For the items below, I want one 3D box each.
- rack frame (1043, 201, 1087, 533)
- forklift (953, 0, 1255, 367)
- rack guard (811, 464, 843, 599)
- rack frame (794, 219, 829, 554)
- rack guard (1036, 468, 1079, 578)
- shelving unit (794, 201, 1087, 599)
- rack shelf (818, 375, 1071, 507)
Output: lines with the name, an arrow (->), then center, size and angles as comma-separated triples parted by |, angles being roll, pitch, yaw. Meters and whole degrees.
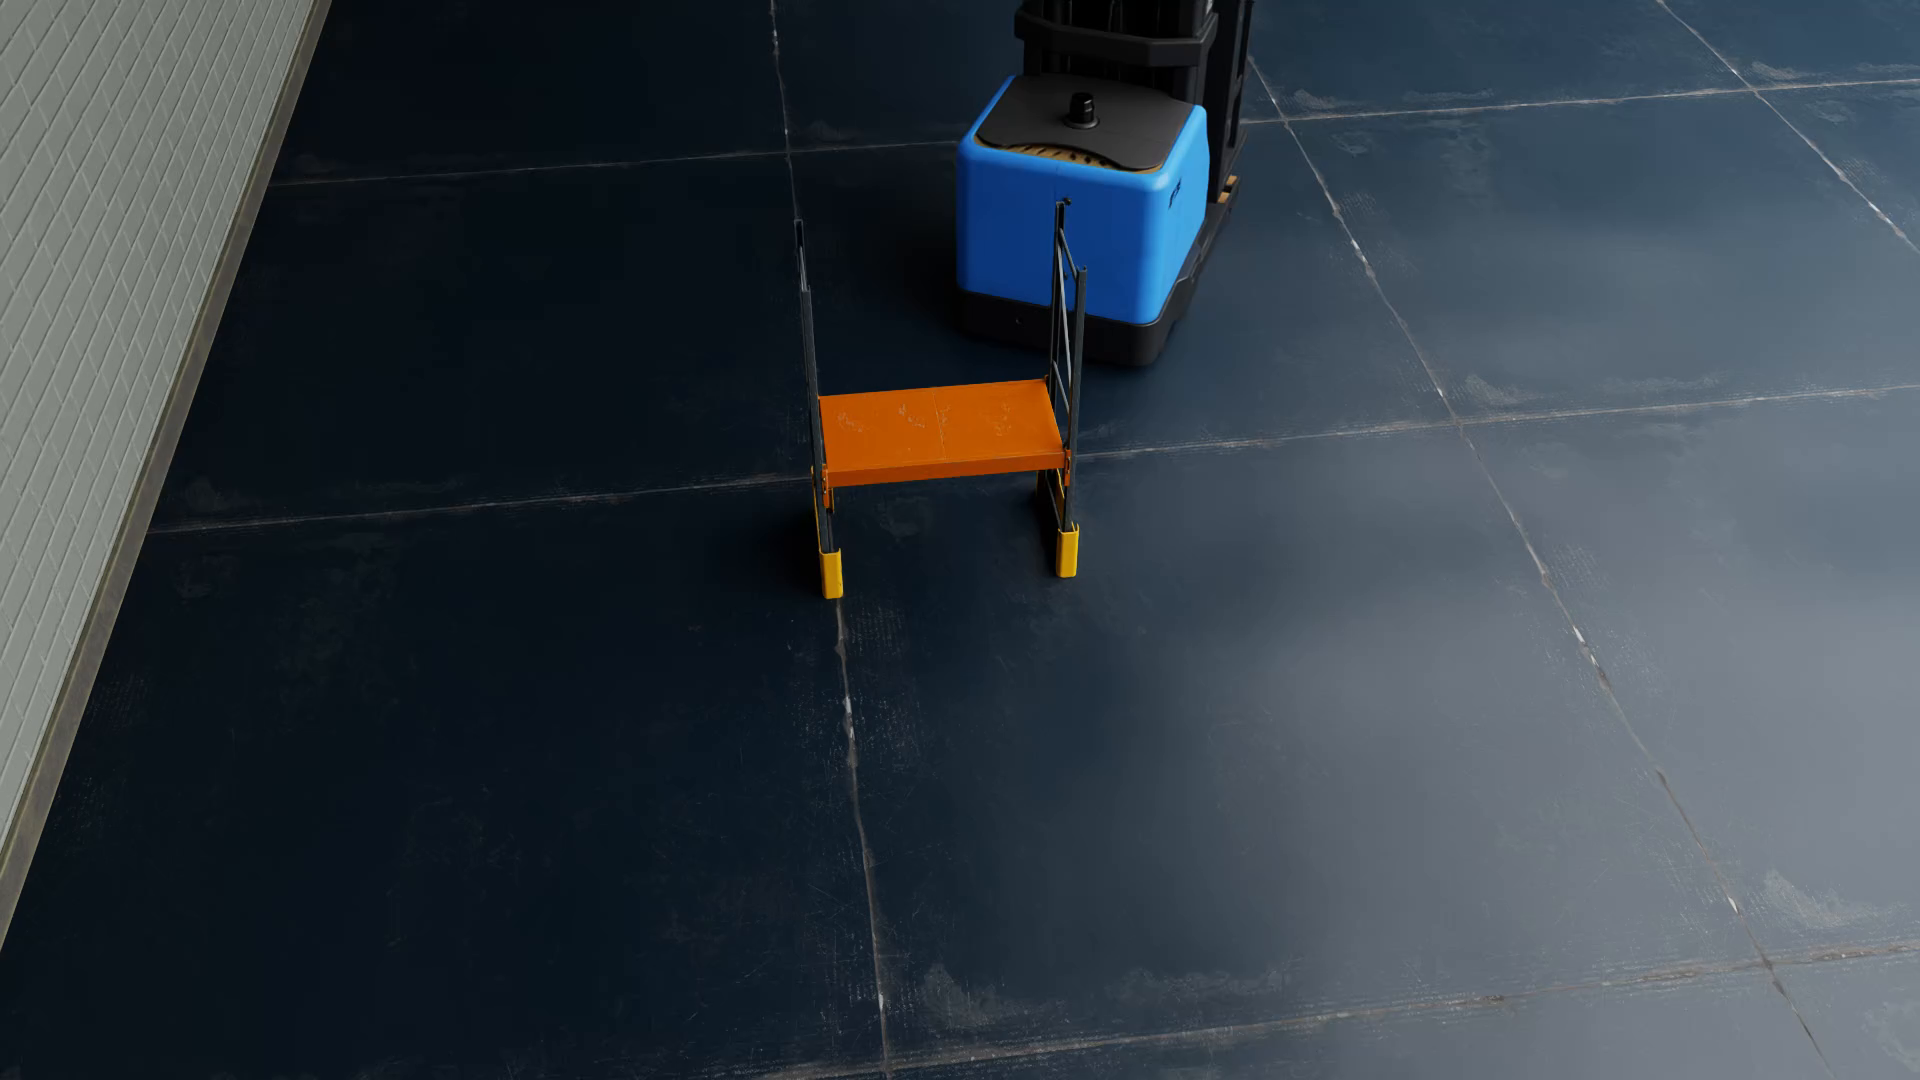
rack frame -> 0.419, -0.594, 6.788 | 0.032, 1.500, 0.500 | -5, 42, -6
forklift -> 0.940, -2.930, 8.310 | 1.130, 2.935, 3.031 | 13, 44, 14
rack guard -> -0.569, -0.043, 7.111 | 0.087, 0.250, 0.587 | -5, 42, -6
rack frame -> -0.589, -0.505, 6.691 | 0.032, 1.500, 0.500 | -5, 42, -6
rack guard -> 0.418, -0.129, 7.207 | 0.087, 0.250, 0.587 | -5, 42, -6
shelving unit -> -0.076, -0.550, 6.740 | 1.083, 1.500, 0.587 | -5, 42, -6
rack shelf -> -0.085, -0.416, 6.860 | 1.000, 0.185, 0.538 | -5, 42, -6
